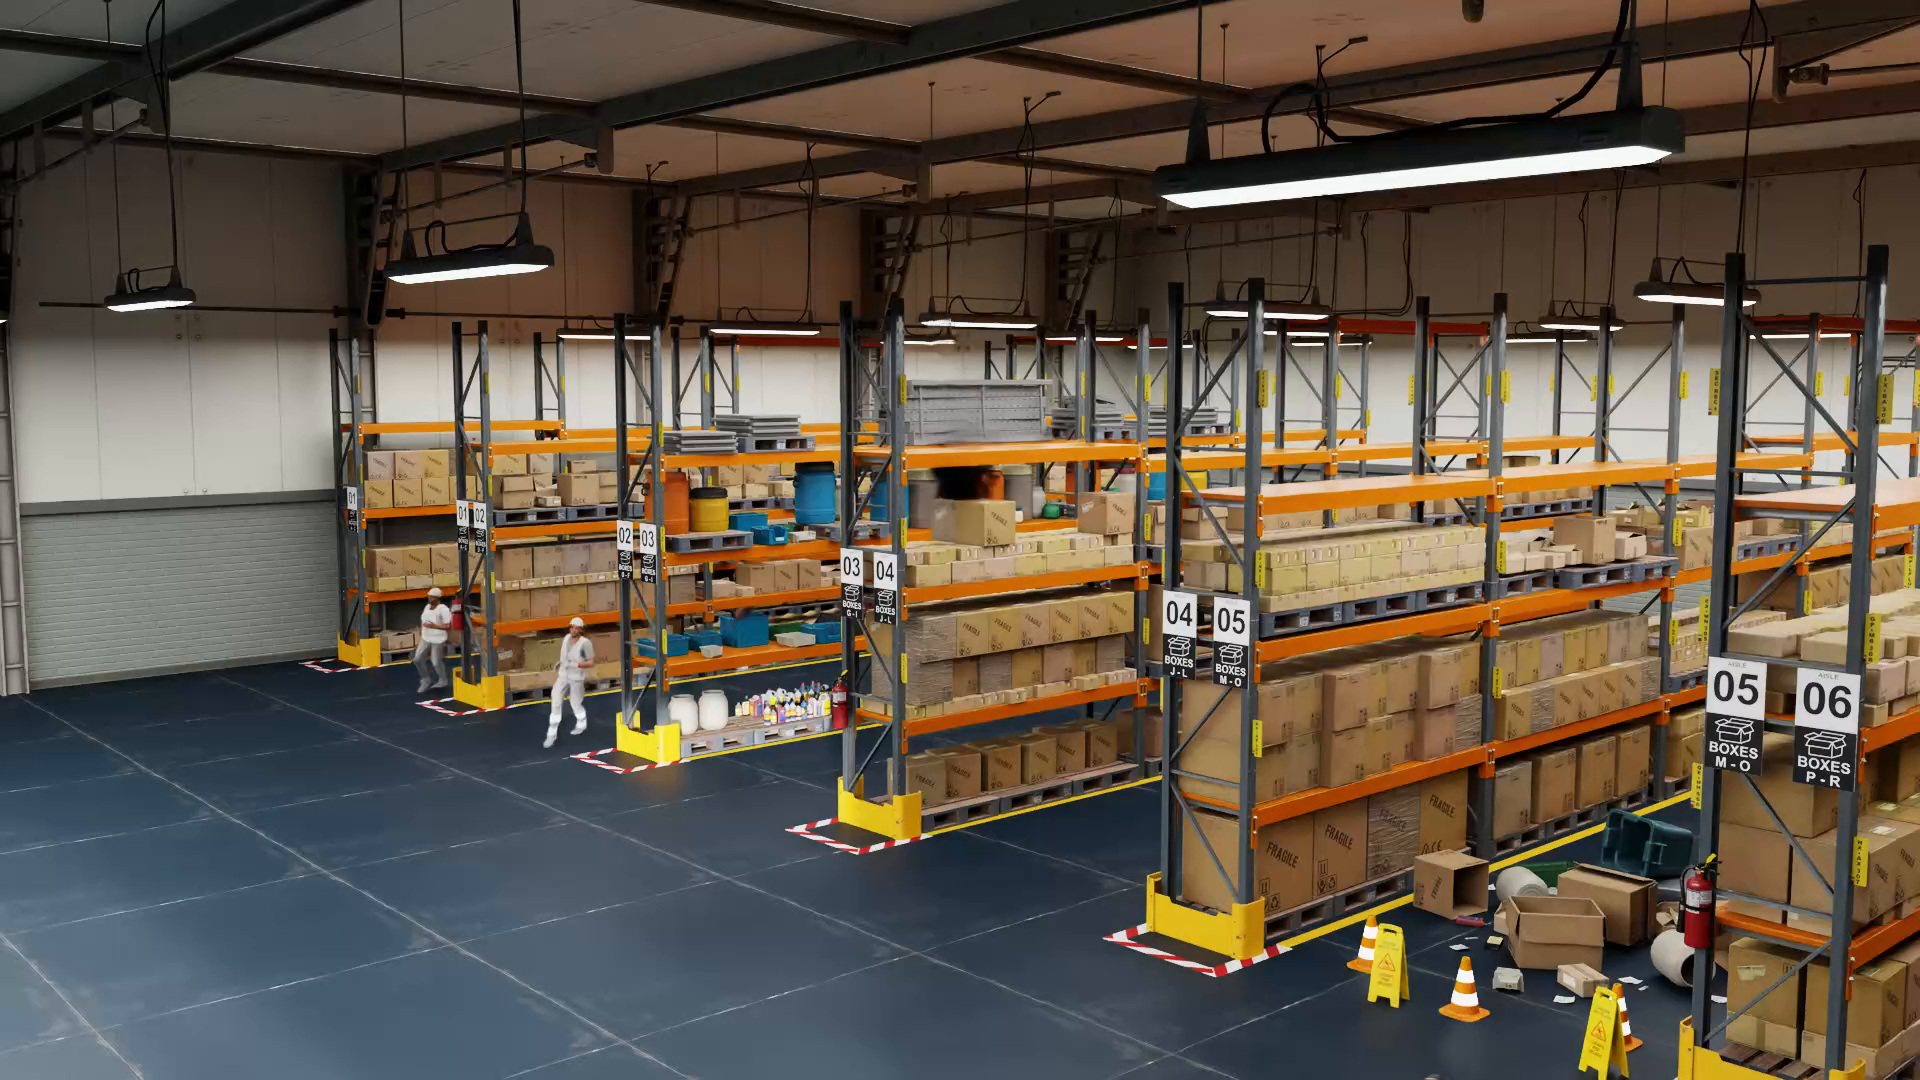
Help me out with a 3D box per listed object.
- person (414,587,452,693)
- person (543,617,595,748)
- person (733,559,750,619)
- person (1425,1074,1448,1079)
[{"bbox_3d":[-8.521,1.643,27.118,0.675,1.776,0.686,3,6,24],"label":"person"},{"bbox_3d":[-5.427,1.971,23.417,0.673,1.799,0.870,2,6,16],"label":"person"},{"bbox_3d":[-4.082,1.224,31.546,0.738,1.725,0.559,-5,7,-40],"label":"person"},{"bbox_3d":[2.402,3.516,8.409,0.591,1.695,0.866,2,6,16],"label":"person"}]
